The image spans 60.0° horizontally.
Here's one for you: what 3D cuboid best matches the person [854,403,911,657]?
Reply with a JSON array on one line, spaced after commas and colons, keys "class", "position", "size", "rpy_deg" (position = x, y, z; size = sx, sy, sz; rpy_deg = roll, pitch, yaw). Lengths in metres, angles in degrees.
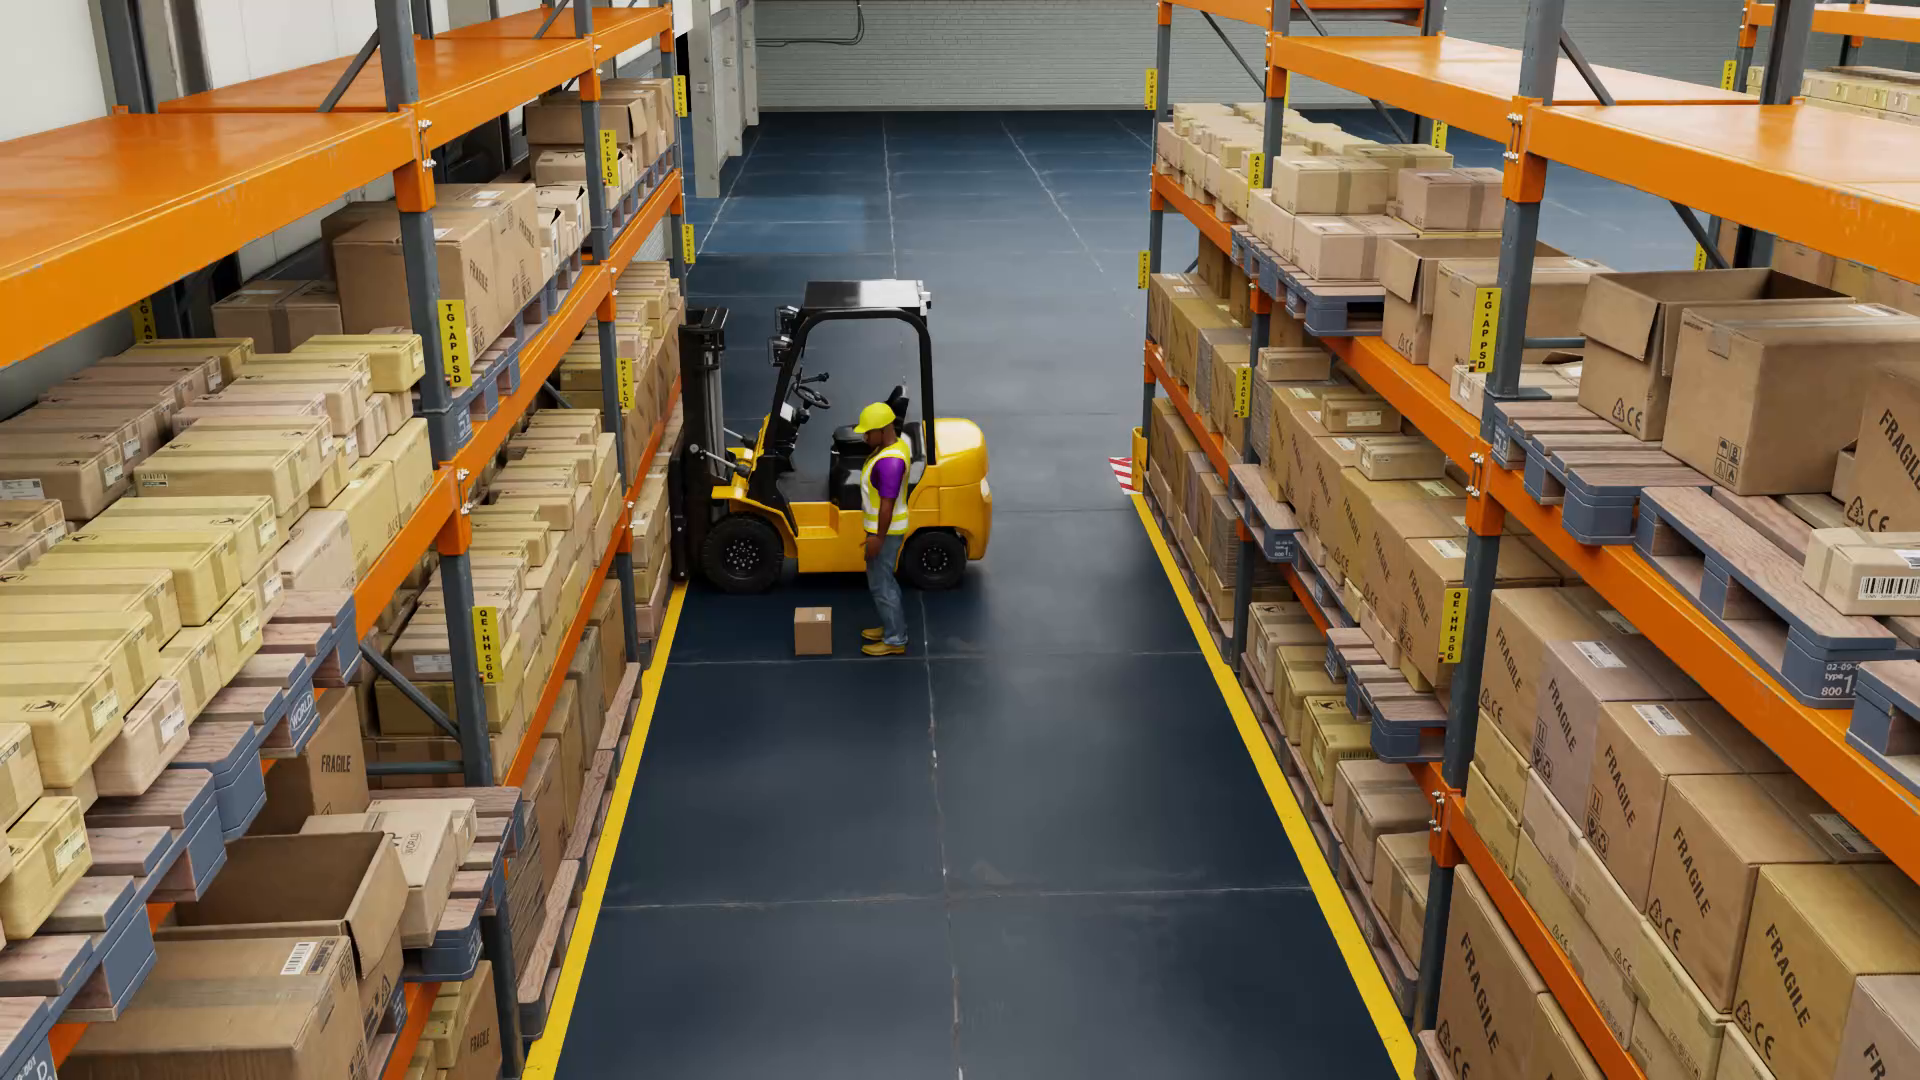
[{"class": "person", "position": [-0.515, -0.079, 11.268], "size": [0.373, 1.757, 0.569], "rpy_deg": [-1, 20, -2]}]
